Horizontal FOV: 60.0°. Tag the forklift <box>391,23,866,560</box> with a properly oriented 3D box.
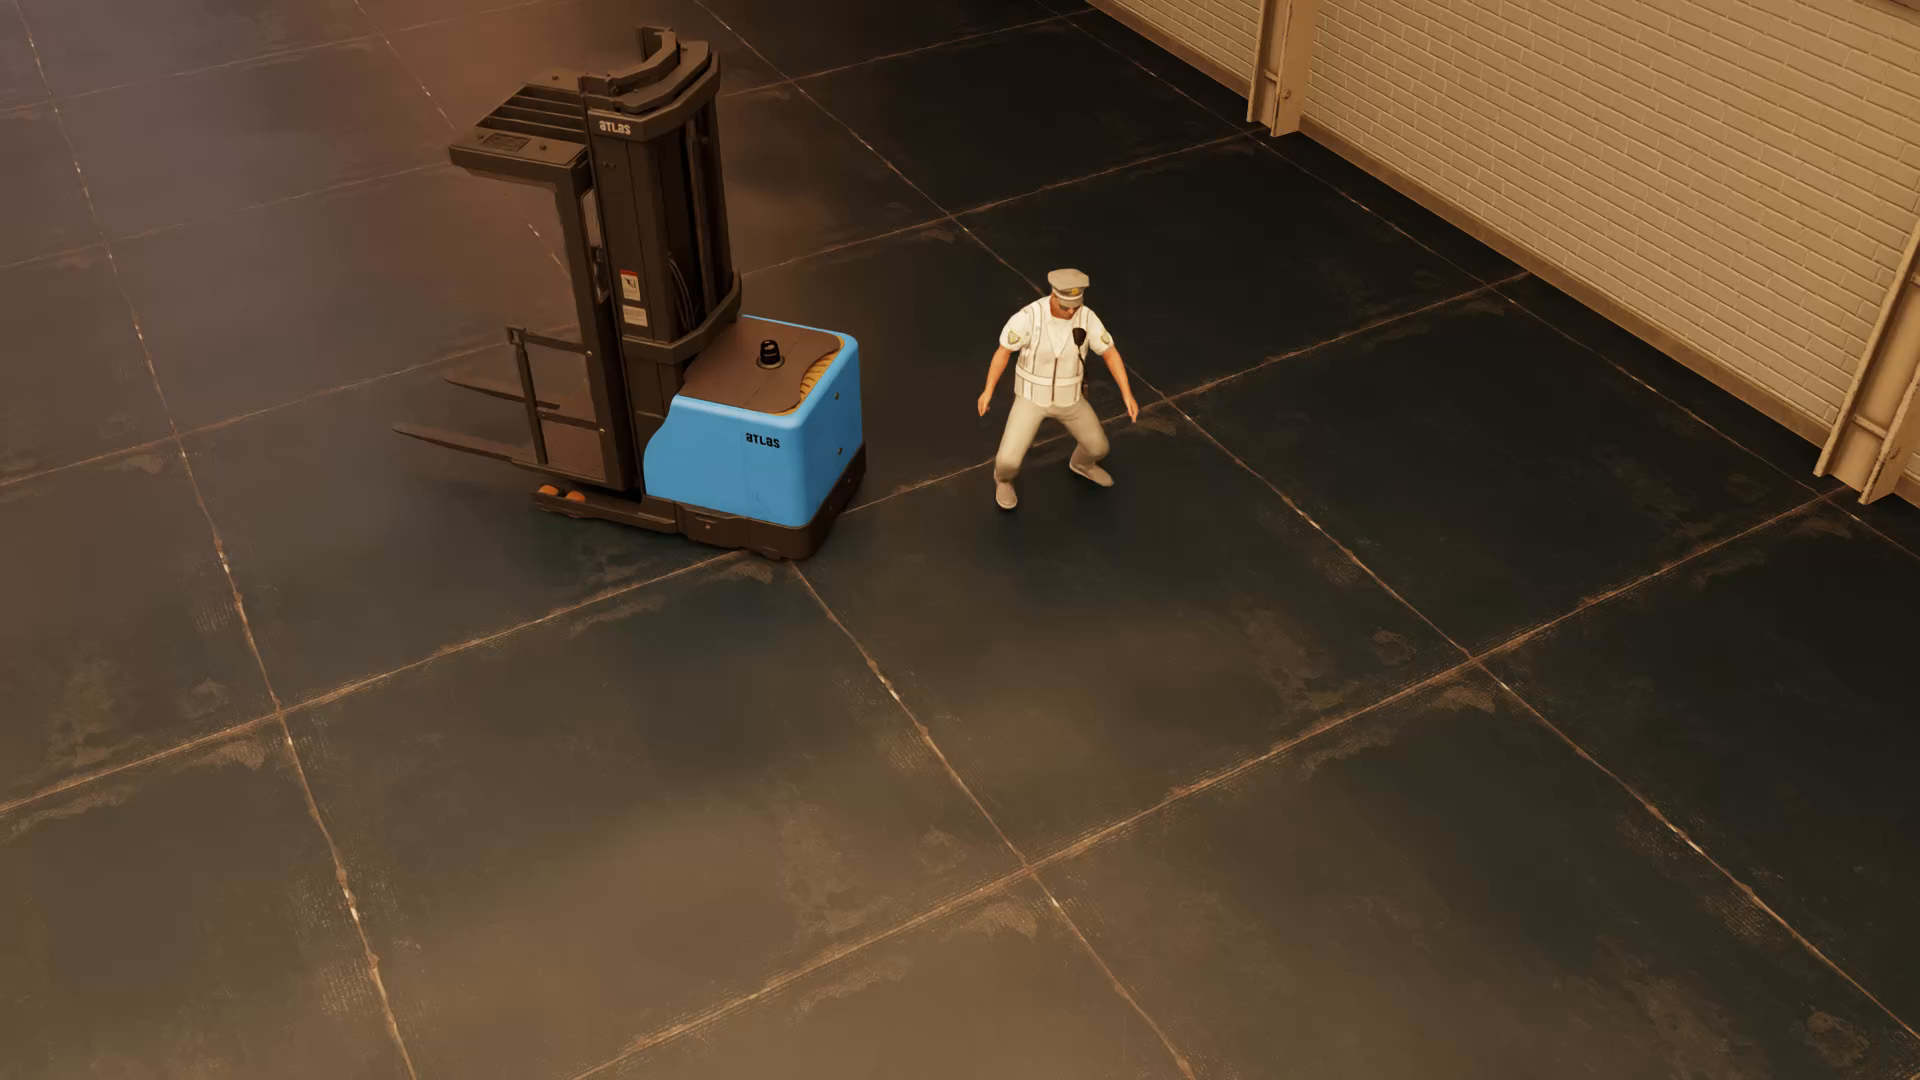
[{"bbox_3d":[-2.180,-1.572,9.932,3.031,2.935,1.130,13,41,15],"label":"forklift"}]

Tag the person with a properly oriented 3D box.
[{"bbox_3d":[0.589,-0.897,10.166,0.961,1.637,0.638,-2,40,-3],"label":"person"}]
